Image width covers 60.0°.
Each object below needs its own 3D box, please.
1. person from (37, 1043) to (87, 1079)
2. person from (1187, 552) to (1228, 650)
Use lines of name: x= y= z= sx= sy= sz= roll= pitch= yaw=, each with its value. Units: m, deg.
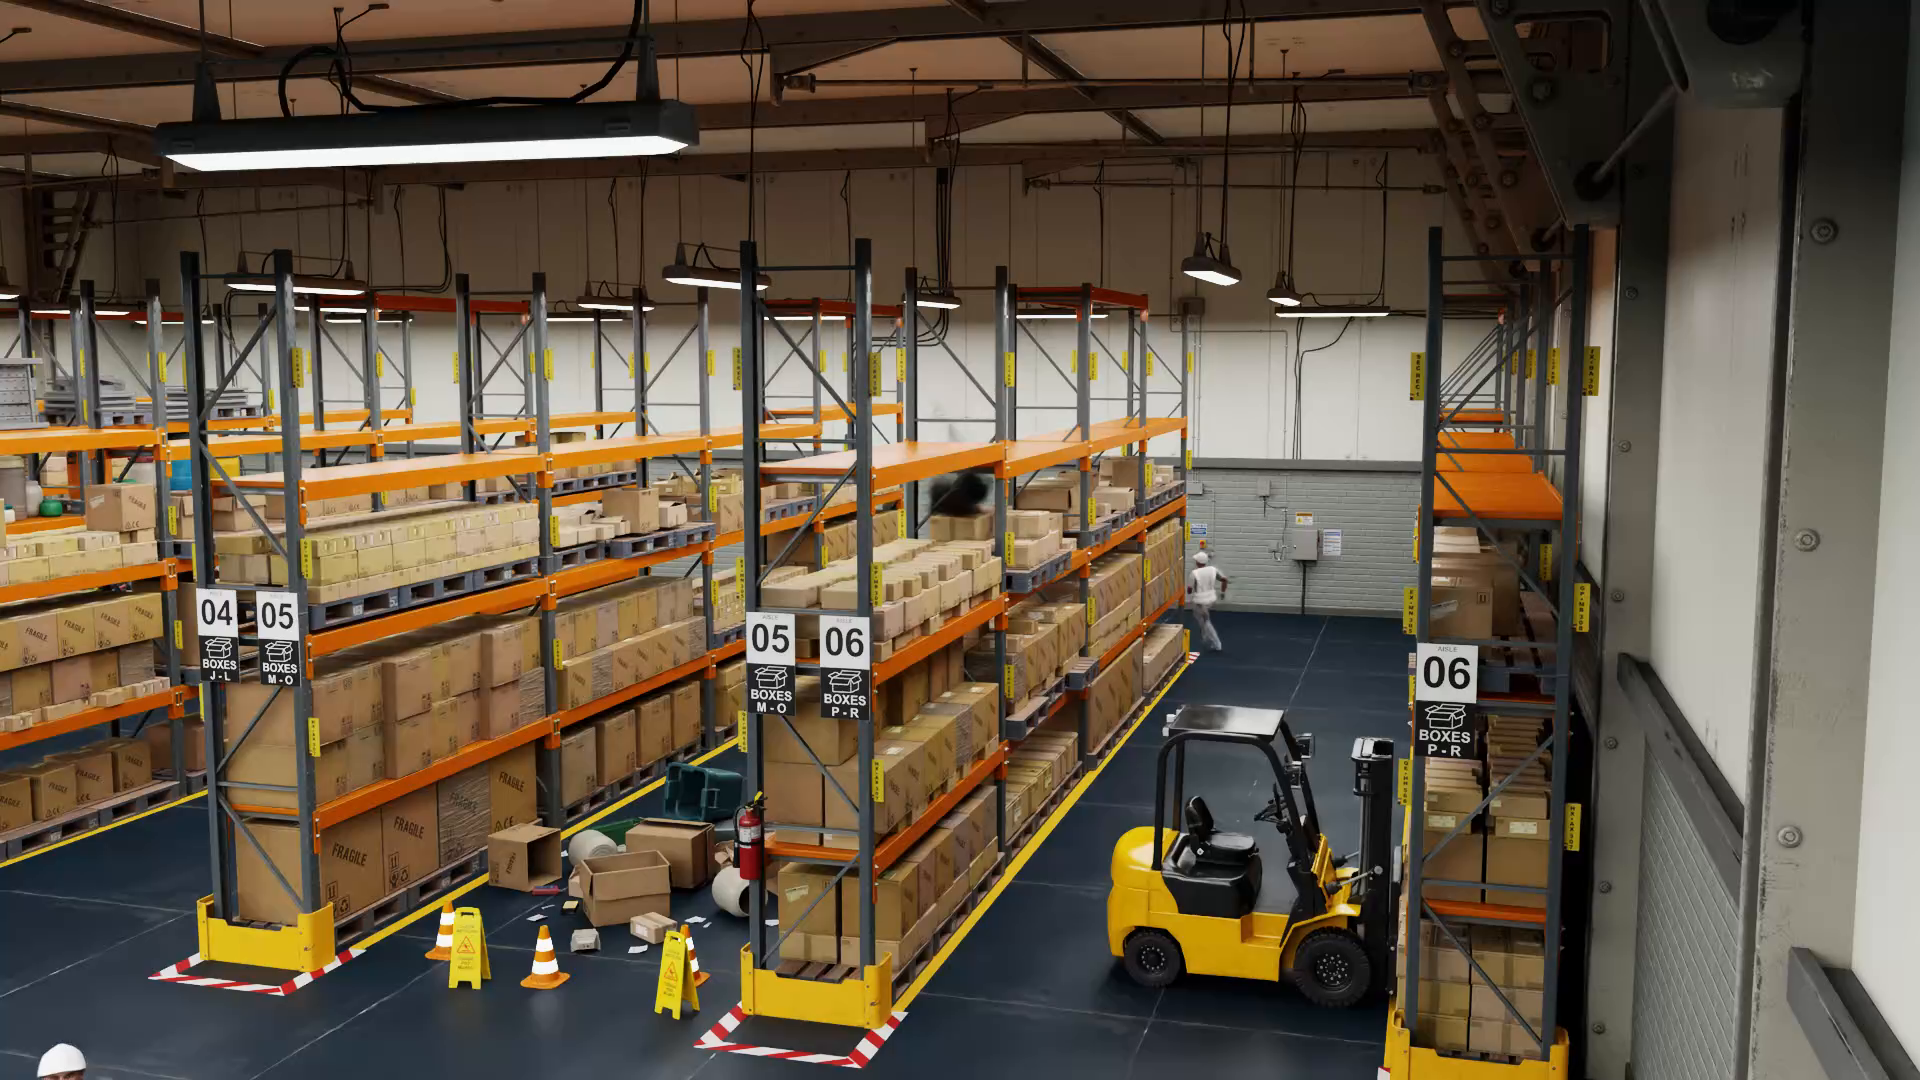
person: x=-4.462 y=3.382 z=8.345 sx=0.656 sy=1.722 sz=0.607 roll=-3 pitch=7 yaw=-25
person: x=4.214 y=1.047 z=28.915 sx=0.702 sy=1.714 sz=0.663 roll=-5 pitch=8 yaw=-36
